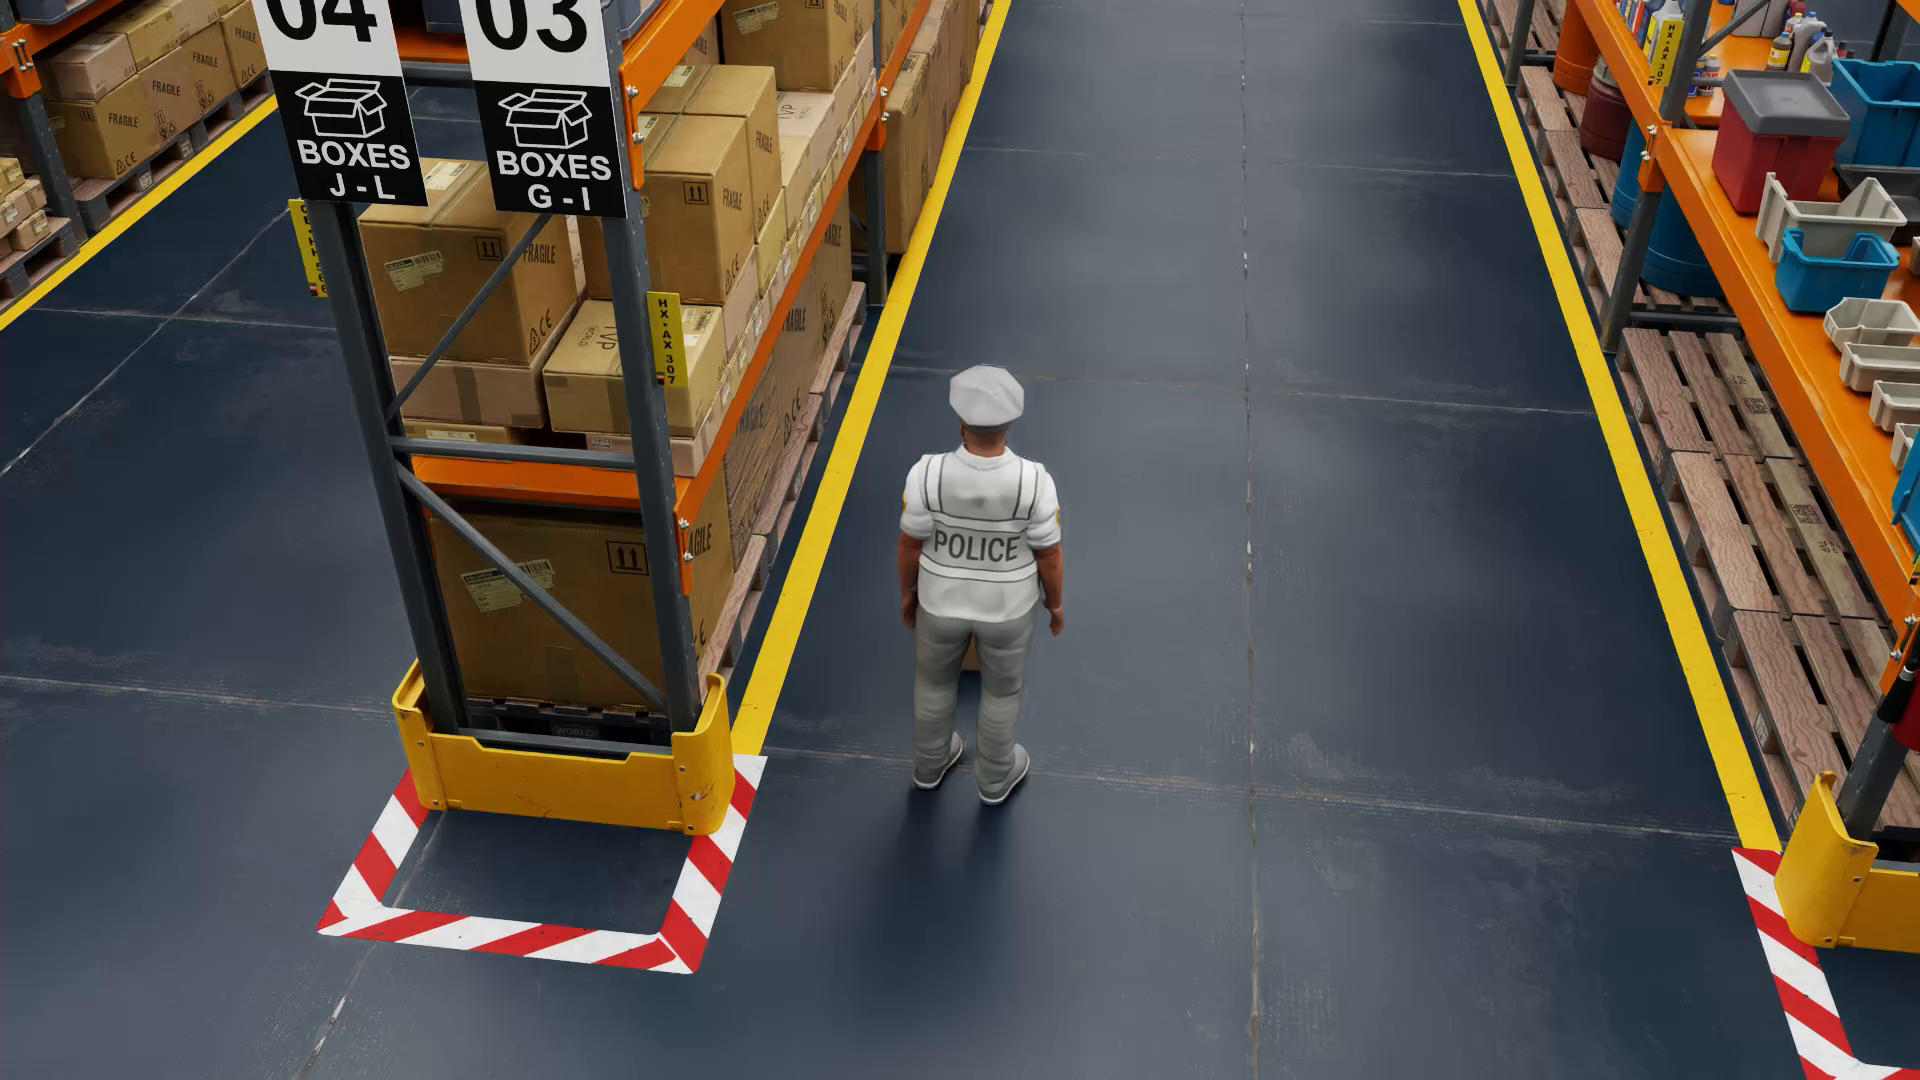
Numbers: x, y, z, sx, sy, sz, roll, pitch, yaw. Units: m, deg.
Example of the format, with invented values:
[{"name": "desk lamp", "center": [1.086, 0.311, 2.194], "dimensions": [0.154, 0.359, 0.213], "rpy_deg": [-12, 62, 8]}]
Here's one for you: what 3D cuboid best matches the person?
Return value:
[{"name": "person", "center": [0.077, 0.190, 5.833], "dimensions": [0.583, 1.775, 0.411], "rpy_deg": [4, 36, 6]}]
